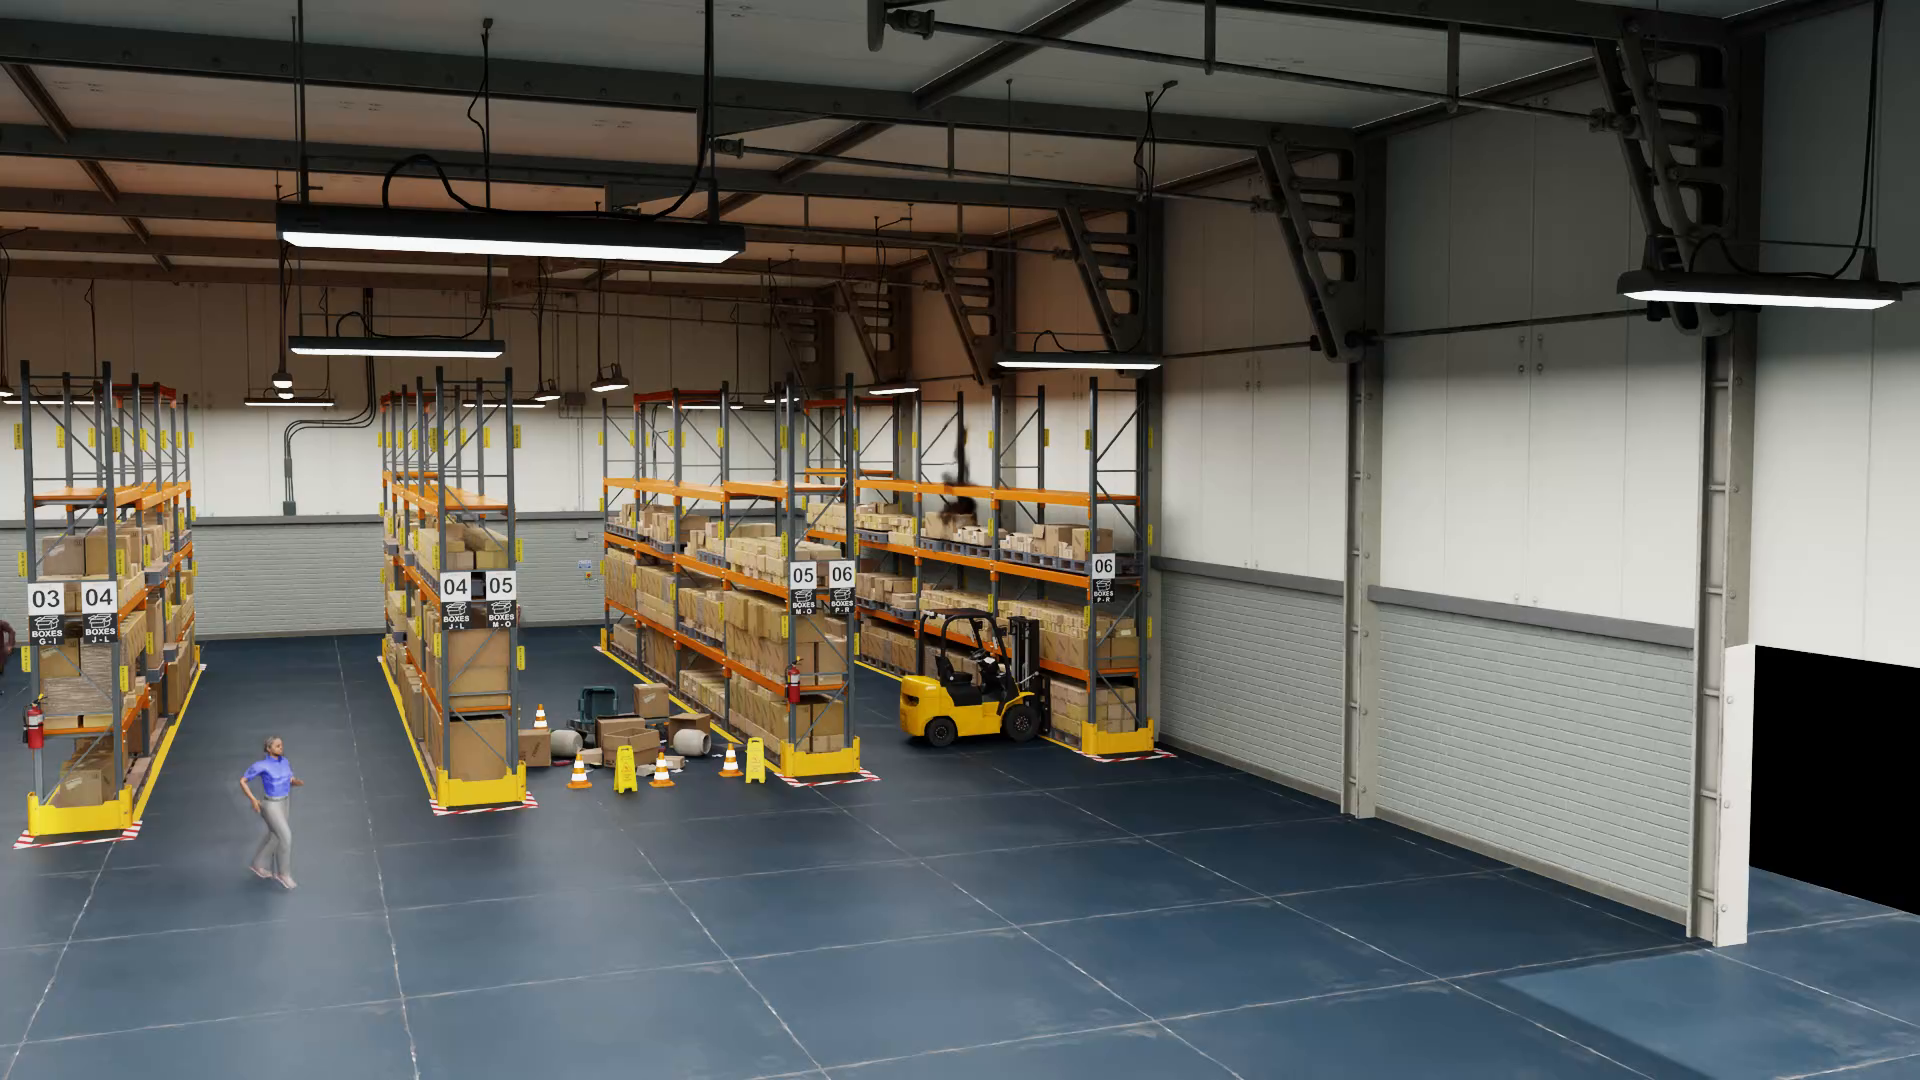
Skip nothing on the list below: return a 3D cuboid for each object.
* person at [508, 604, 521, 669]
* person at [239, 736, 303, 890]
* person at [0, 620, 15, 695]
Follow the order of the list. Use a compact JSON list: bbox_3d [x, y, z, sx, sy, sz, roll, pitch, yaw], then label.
[{"bbox_3d":[-9.883,1.965,36.119,0.683,1.712,0.916,-1,4,-17],"label":"person"},{"bbox_3d":[-7.712,3.052,18.684,0.772,1.719,0.547,1,4,14],"label":"person"},{"bbox_3d":[-18.838,2.210,32.399,0.753,1.736,0.742,-2,4,-30],"label":"person"}]
